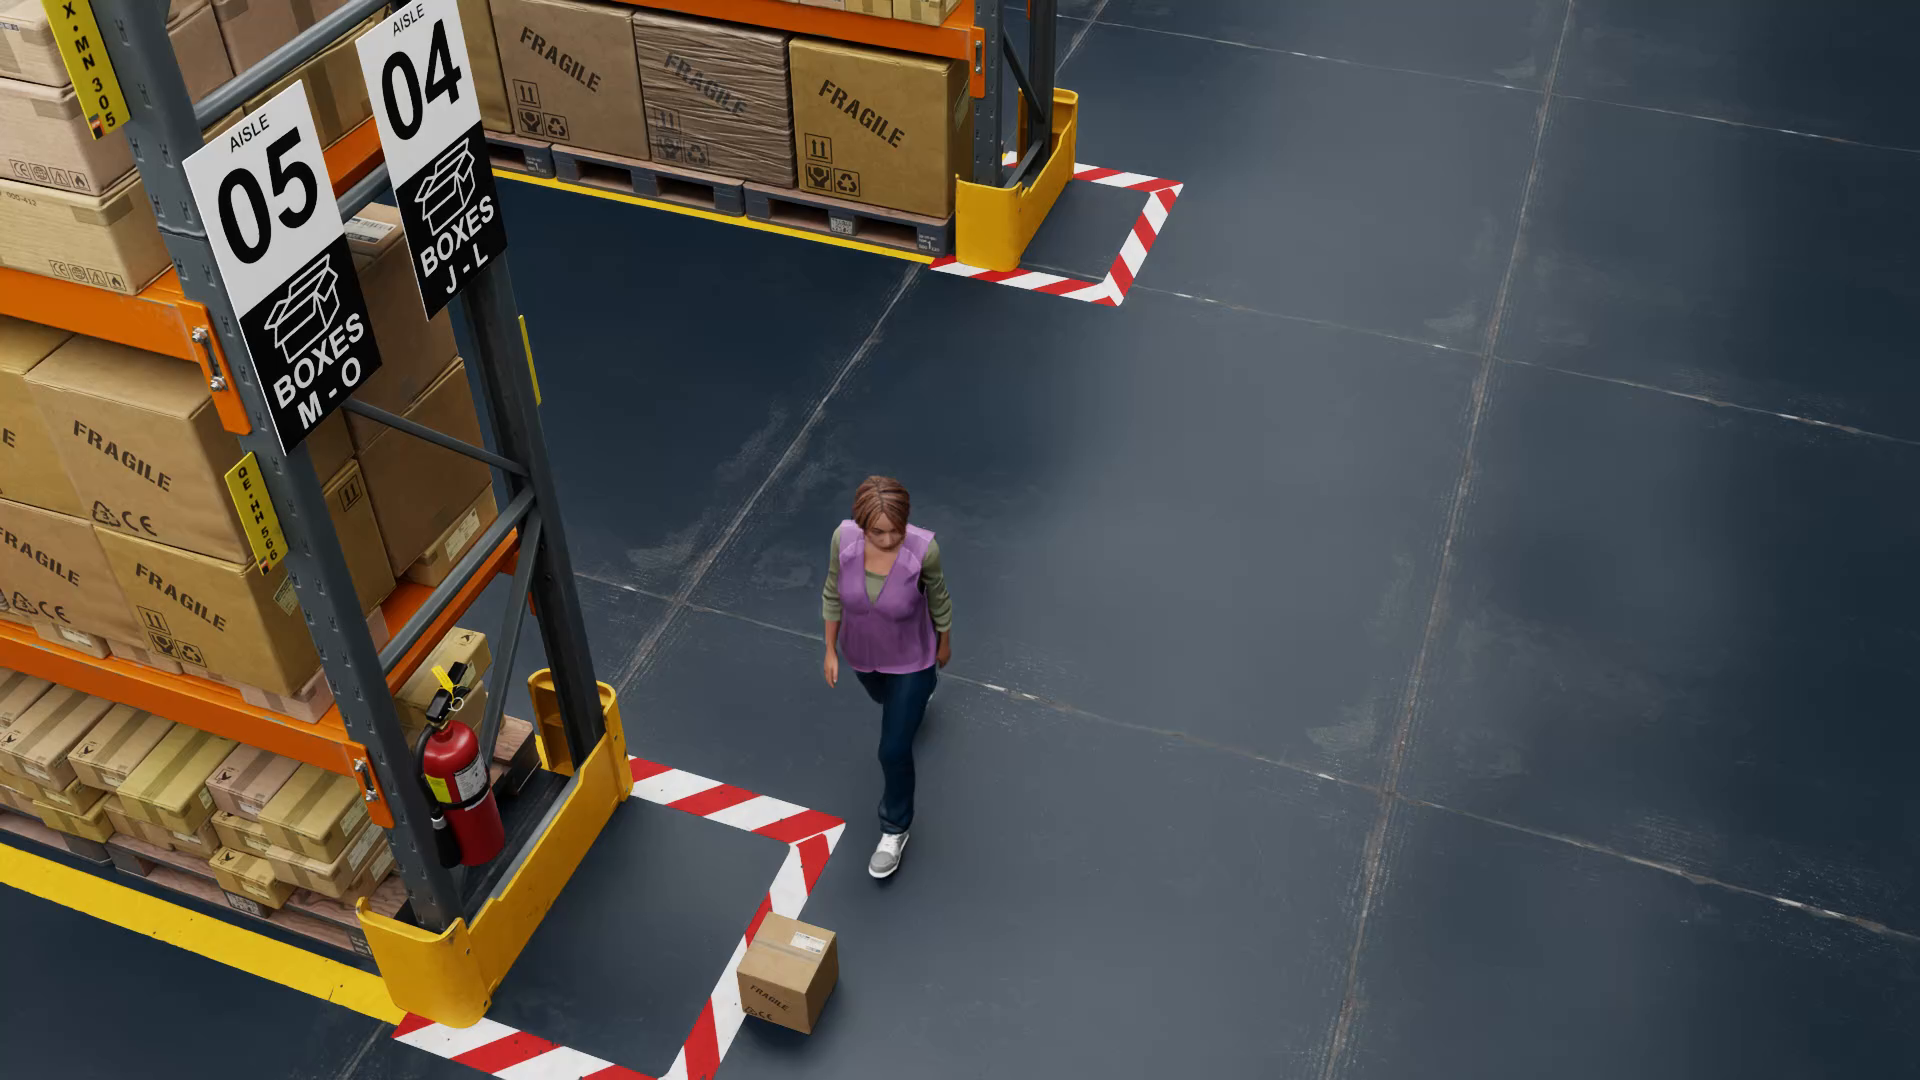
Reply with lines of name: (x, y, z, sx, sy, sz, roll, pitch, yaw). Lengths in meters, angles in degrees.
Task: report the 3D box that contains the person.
person: (-0.246, 0.360, 5.782, 0.424, 1.538, 0.880, 15, 44, 16)
